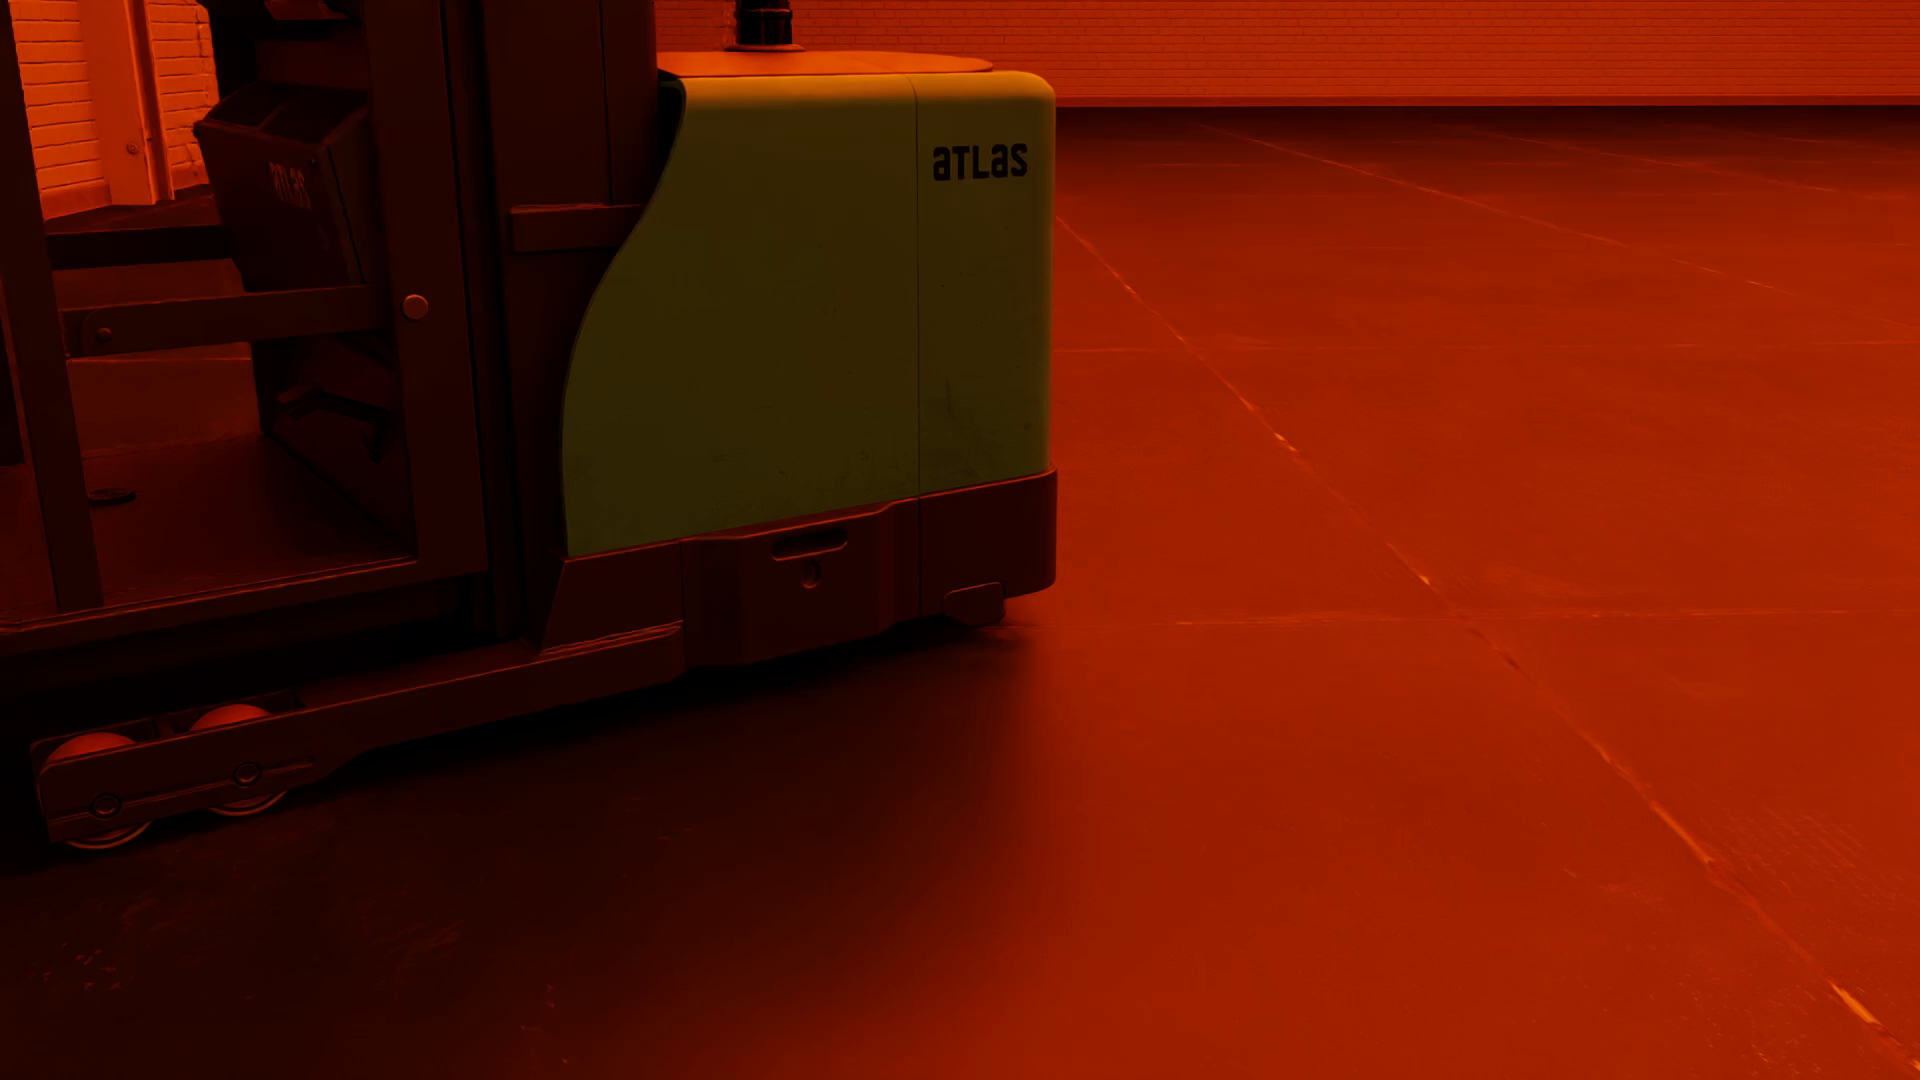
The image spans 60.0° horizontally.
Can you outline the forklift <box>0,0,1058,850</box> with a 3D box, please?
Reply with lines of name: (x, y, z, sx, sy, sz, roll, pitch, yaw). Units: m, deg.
forklift: (-1.311, -1.124, 2.582, 3.031, 2.935, 1.130, -11, 20, -32)
